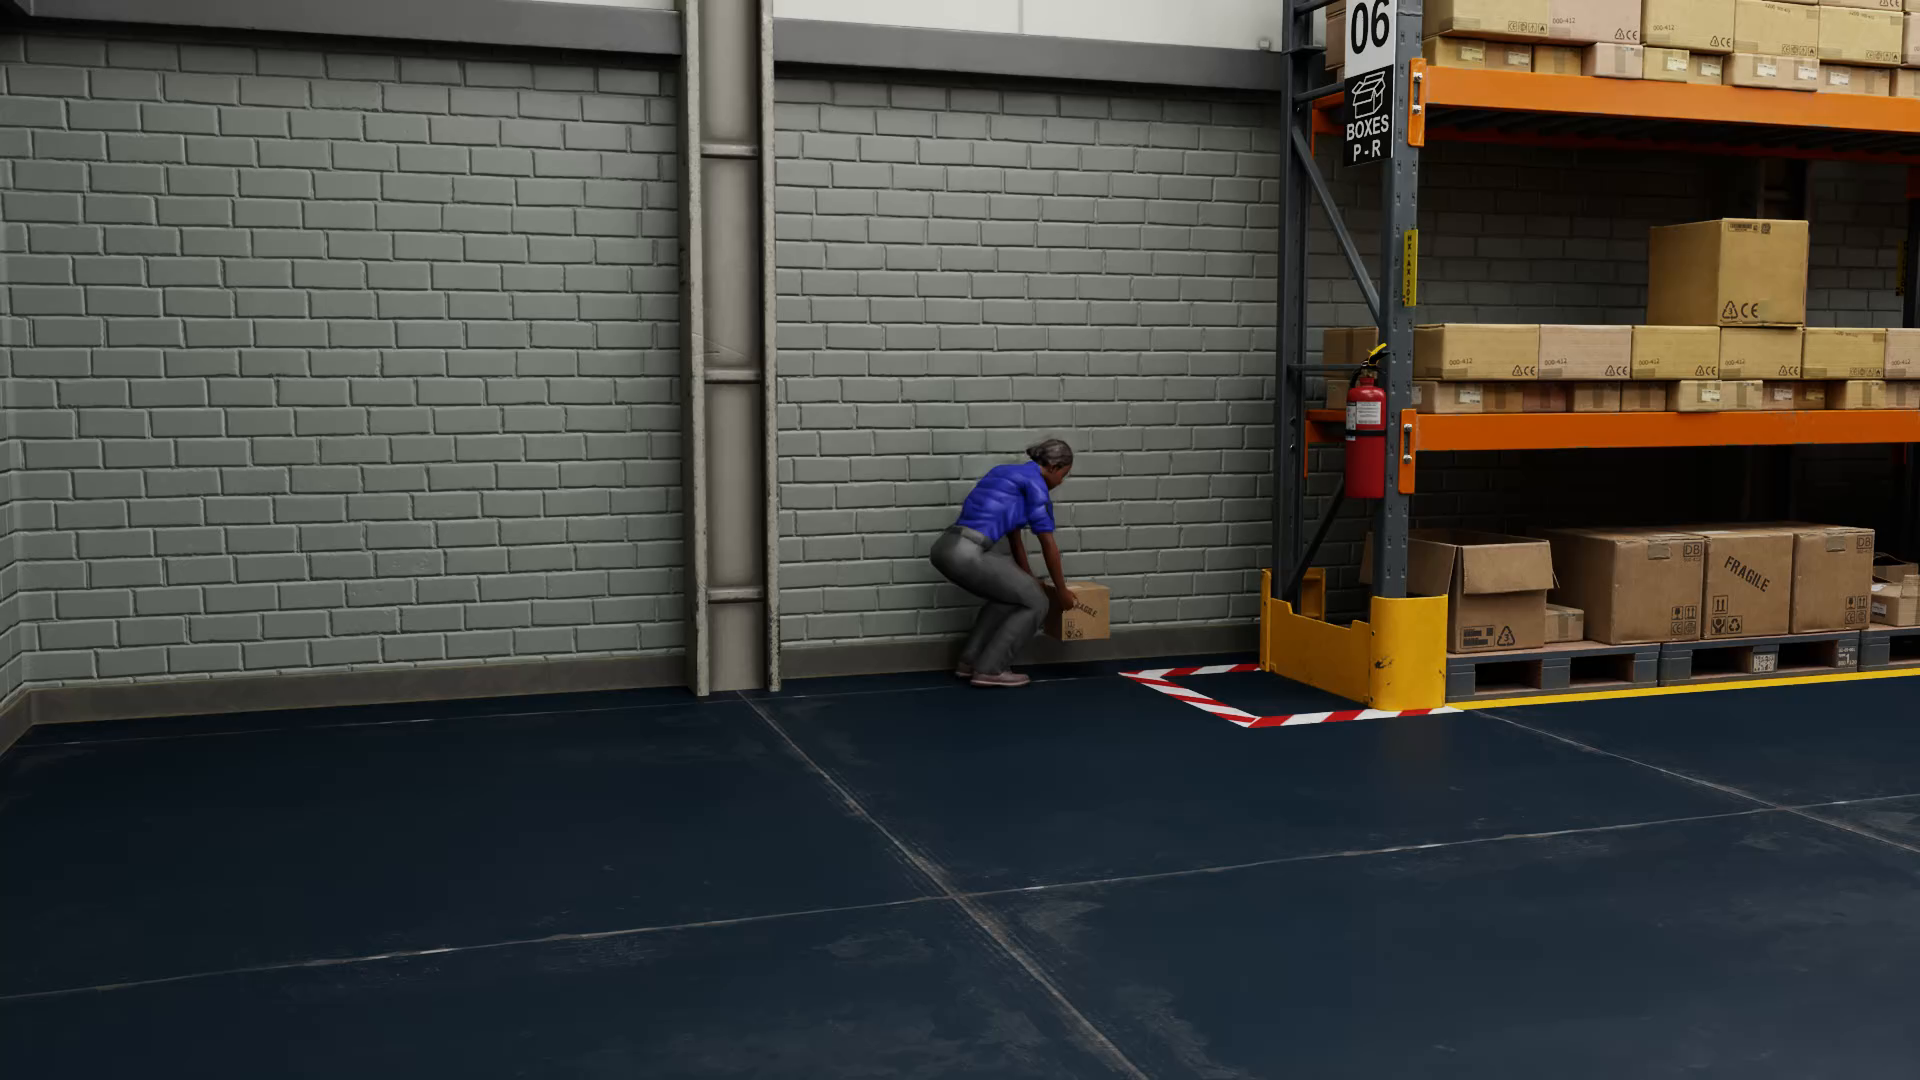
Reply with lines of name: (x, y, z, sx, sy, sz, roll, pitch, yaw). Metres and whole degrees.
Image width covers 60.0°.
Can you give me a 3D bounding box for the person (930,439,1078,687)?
person: (0.209, 0.103, 8.022, 0.726, 1.168, 0.501, -2, 6, -19)
